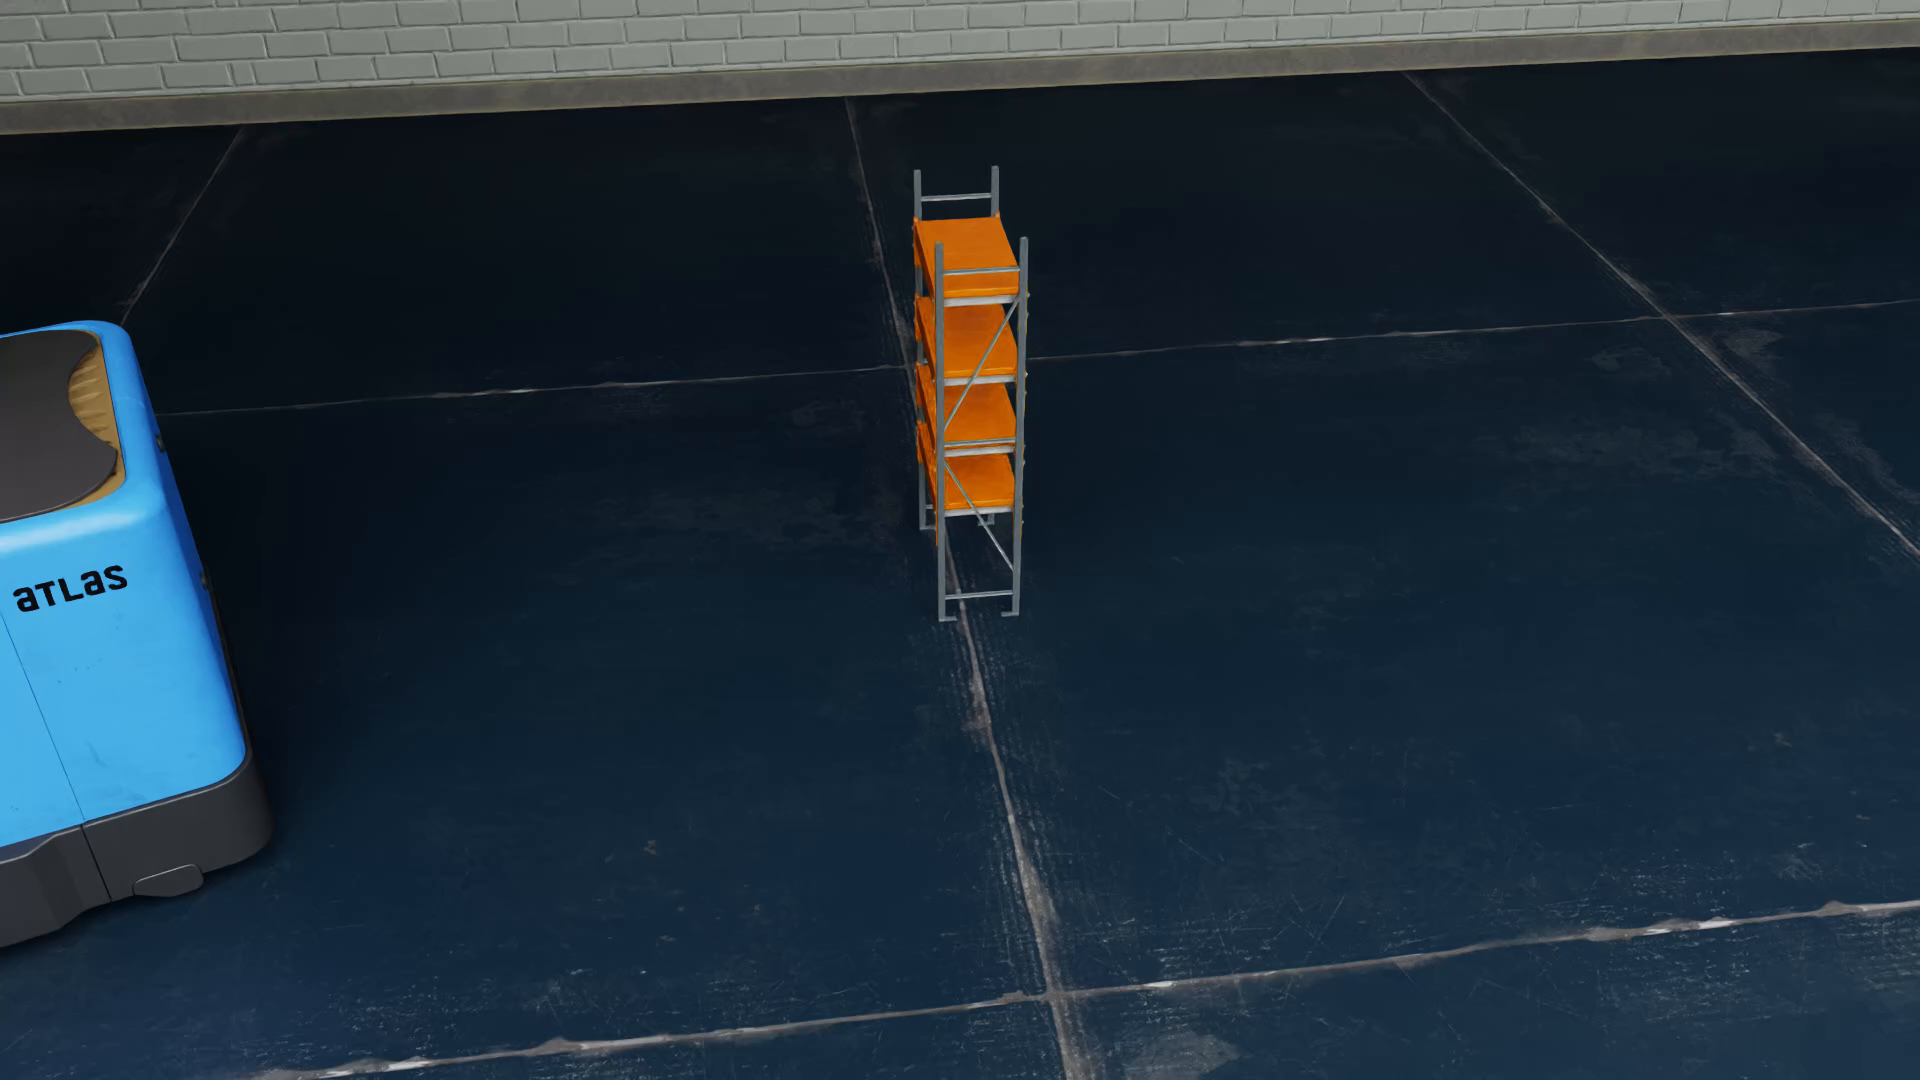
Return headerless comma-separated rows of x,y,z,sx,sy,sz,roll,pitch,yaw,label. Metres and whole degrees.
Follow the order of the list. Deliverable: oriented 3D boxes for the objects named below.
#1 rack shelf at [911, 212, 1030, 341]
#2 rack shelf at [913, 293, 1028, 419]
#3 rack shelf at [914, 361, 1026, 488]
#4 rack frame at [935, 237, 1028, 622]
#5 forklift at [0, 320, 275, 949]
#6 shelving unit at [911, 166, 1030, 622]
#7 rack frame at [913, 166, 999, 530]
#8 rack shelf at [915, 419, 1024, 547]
0.022,-0.728,4.555,0.258,0.148,0.480,-4,35,-6,rack shelf
0.022,-0.533,4.688,0.258,0.148,0.480,-4,35,-6,rack shelf
0.022,-0.348,4.814,0.258,0.148,0.480,-4,35,-6,rack shelf
0.055,-0.267,4.577,0.240,1.200,0.015,-4,35,-6,rack frame
-3.229,-0.277,3.053,3.031,2.935,1.130,-16,37,-22,forklift
0.022,-0.403,4.777,0.258,1.200,0.503,-4,35,-6,shelving unit
-0.011,-0.540,4.976,0.240,1.200,0.015,-4,35,-6,rack frame
0.022,-0.184,4.926,0.258,0.148,0.480,-4,35,-6,rack shelf
